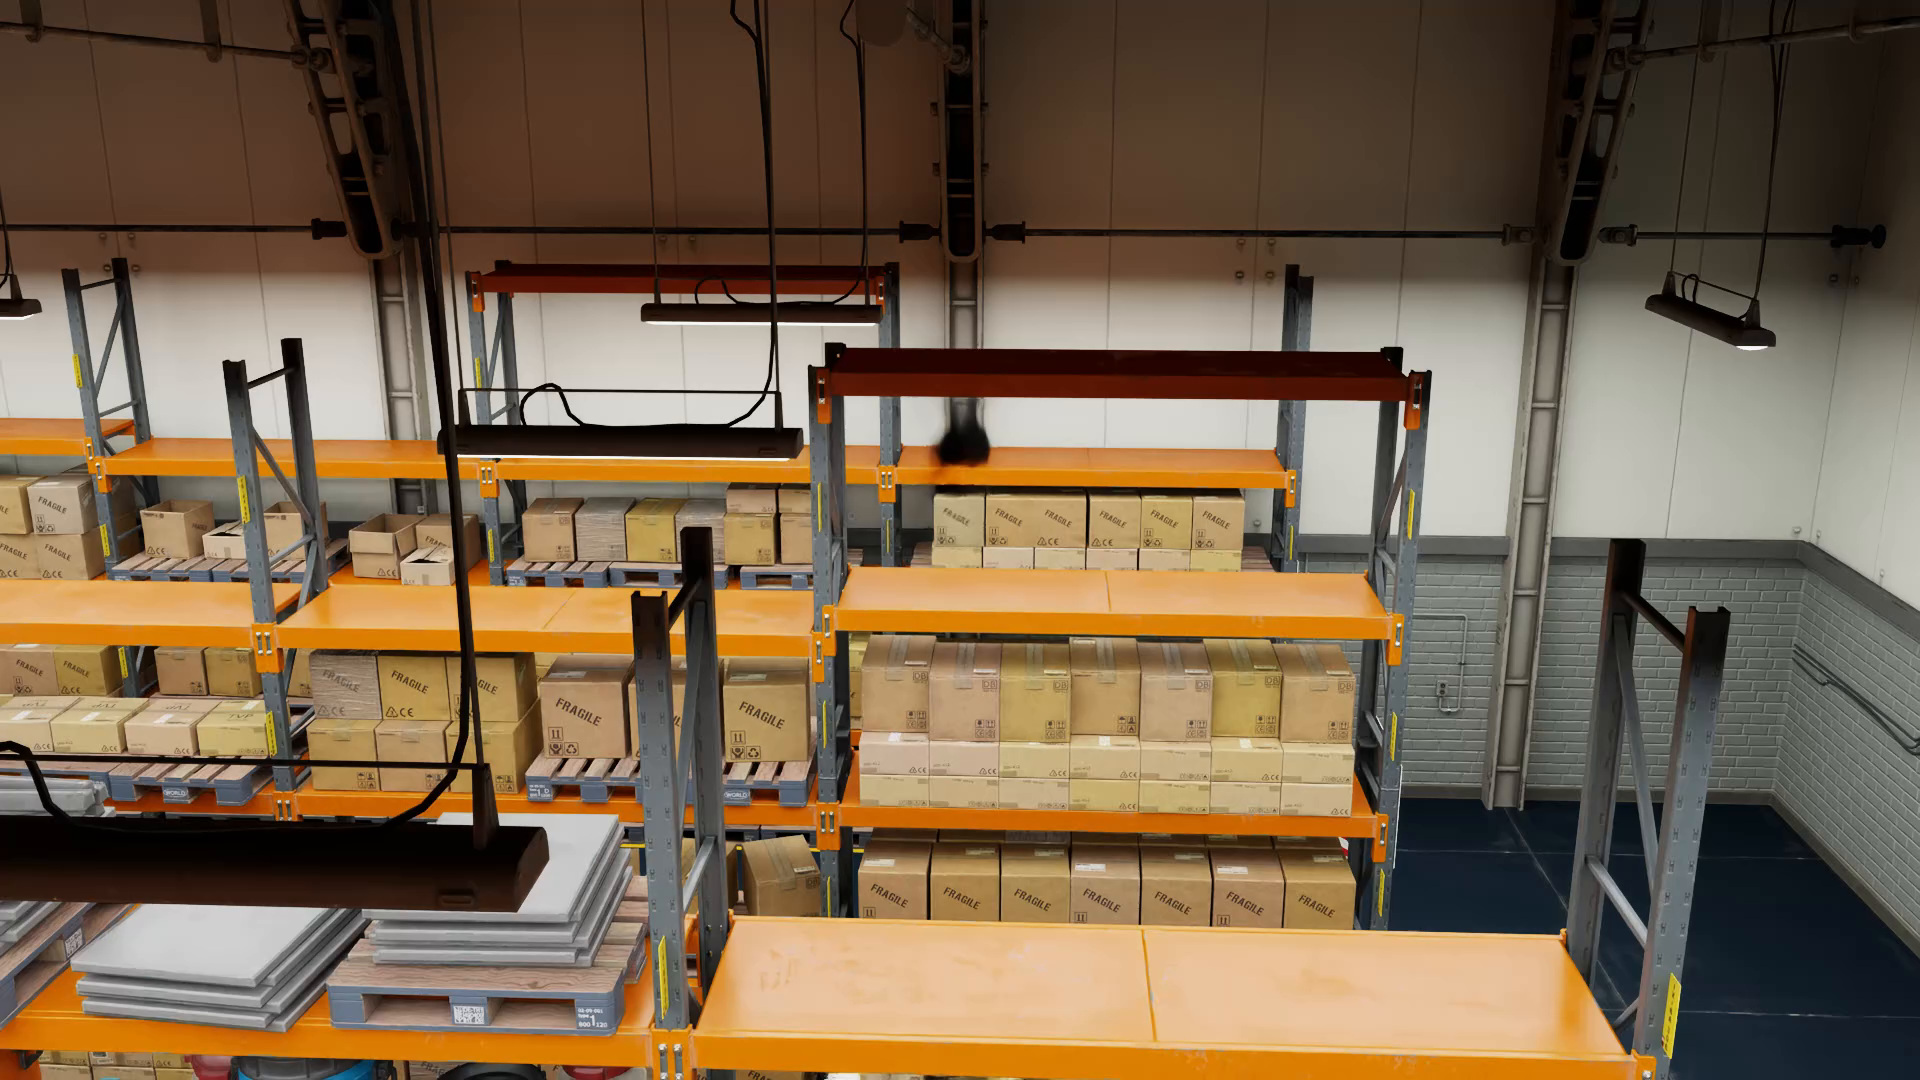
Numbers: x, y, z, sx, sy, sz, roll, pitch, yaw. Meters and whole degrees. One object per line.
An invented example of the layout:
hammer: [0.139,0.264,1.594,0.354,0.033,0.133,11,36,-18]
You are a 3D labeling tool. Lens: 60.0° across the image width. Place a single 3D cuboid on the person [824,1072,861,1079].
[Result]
person: [-0.382,4.256,11.132,1.111,1.612,0.645,1,16,4]
